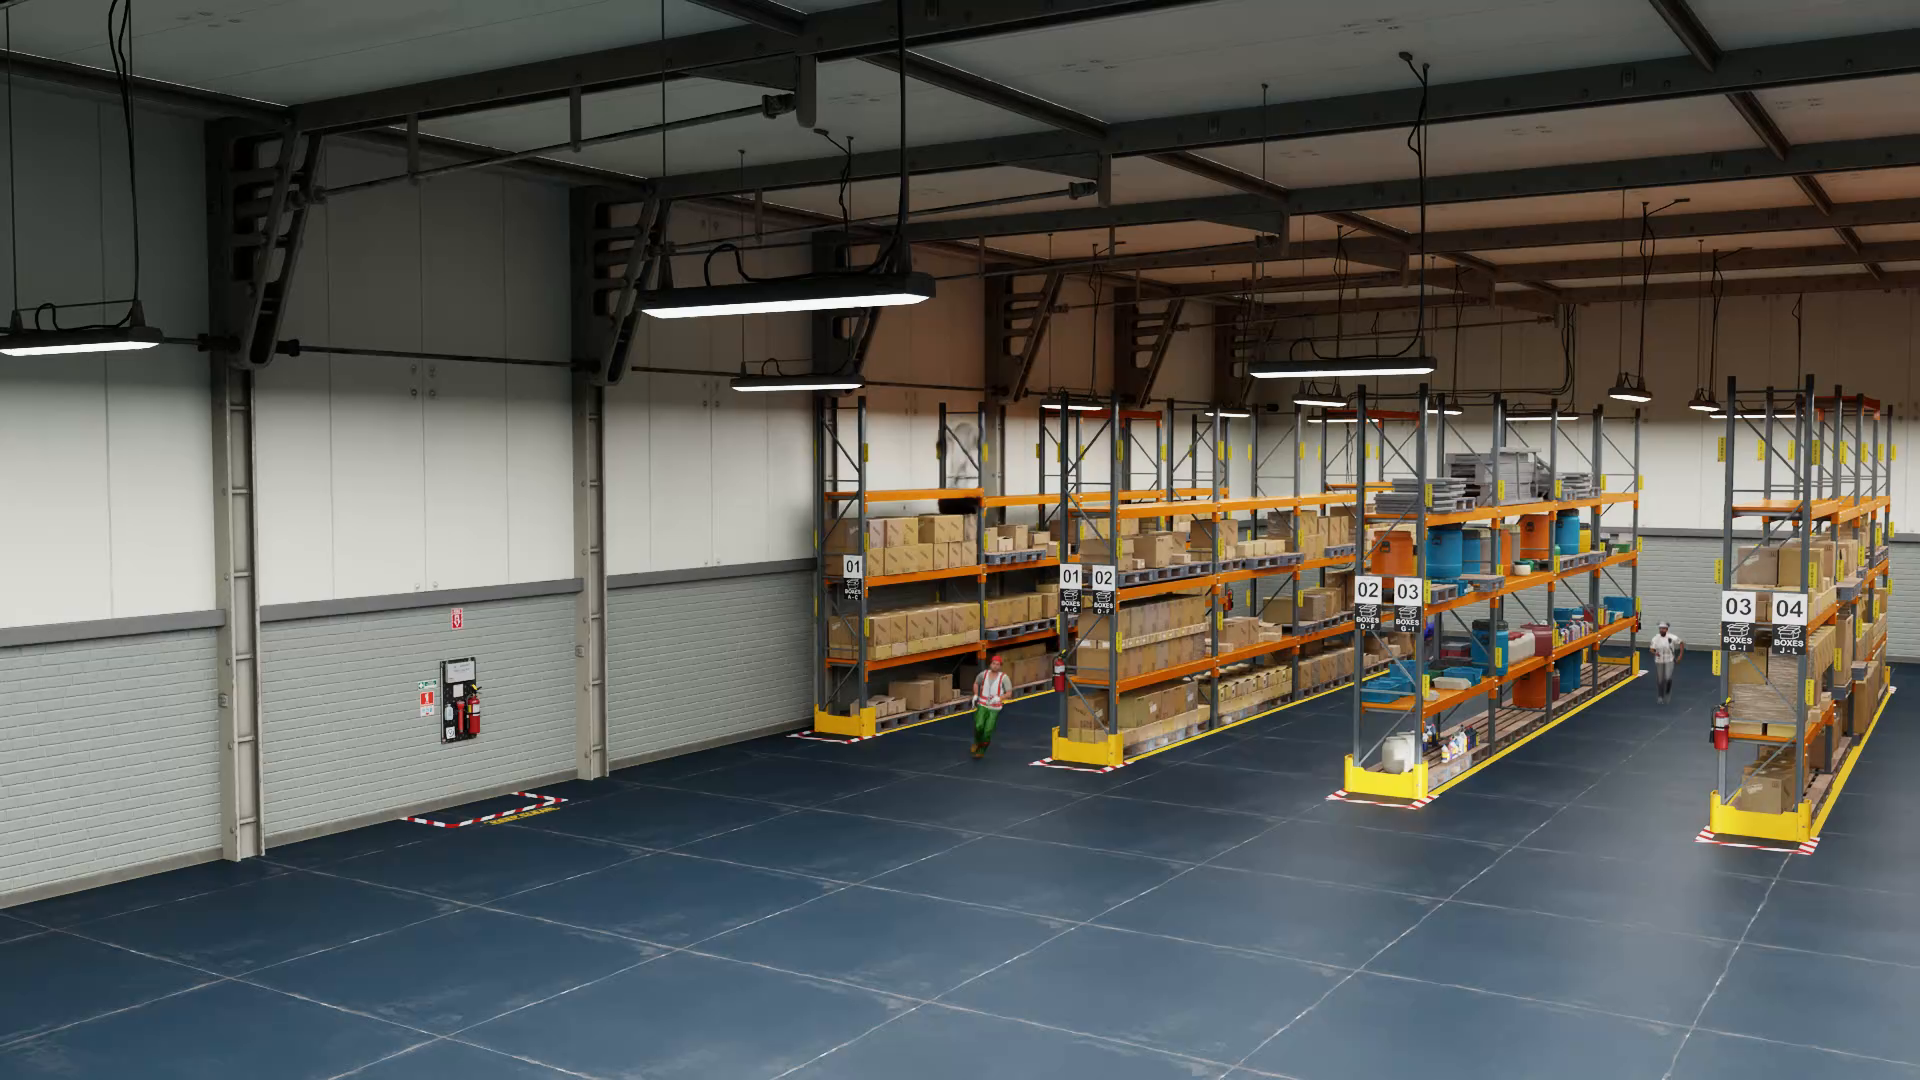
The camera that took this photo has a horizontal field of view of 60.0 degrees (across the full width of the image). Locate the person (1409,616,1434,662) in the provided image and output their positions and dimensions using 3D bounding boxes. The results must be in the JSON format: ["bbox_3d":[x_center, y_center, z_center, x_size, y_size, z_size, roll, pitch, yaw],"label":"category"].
[{"bbox_3d":[9.935,2.348,35.788,0.562,1.581,0.673,1,3,19],"label":"person"}]

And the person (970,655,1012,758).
[{"bbox_3d":[0.494,2.722,27.057,0.696,1.701,0.589,0,3,9],"label":"person"}]

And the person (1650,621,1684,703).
[{"bbox_3d":[13.991,2.424,32.958,0.585,1.652,0.811,2,4,32],"label":"person"}]
